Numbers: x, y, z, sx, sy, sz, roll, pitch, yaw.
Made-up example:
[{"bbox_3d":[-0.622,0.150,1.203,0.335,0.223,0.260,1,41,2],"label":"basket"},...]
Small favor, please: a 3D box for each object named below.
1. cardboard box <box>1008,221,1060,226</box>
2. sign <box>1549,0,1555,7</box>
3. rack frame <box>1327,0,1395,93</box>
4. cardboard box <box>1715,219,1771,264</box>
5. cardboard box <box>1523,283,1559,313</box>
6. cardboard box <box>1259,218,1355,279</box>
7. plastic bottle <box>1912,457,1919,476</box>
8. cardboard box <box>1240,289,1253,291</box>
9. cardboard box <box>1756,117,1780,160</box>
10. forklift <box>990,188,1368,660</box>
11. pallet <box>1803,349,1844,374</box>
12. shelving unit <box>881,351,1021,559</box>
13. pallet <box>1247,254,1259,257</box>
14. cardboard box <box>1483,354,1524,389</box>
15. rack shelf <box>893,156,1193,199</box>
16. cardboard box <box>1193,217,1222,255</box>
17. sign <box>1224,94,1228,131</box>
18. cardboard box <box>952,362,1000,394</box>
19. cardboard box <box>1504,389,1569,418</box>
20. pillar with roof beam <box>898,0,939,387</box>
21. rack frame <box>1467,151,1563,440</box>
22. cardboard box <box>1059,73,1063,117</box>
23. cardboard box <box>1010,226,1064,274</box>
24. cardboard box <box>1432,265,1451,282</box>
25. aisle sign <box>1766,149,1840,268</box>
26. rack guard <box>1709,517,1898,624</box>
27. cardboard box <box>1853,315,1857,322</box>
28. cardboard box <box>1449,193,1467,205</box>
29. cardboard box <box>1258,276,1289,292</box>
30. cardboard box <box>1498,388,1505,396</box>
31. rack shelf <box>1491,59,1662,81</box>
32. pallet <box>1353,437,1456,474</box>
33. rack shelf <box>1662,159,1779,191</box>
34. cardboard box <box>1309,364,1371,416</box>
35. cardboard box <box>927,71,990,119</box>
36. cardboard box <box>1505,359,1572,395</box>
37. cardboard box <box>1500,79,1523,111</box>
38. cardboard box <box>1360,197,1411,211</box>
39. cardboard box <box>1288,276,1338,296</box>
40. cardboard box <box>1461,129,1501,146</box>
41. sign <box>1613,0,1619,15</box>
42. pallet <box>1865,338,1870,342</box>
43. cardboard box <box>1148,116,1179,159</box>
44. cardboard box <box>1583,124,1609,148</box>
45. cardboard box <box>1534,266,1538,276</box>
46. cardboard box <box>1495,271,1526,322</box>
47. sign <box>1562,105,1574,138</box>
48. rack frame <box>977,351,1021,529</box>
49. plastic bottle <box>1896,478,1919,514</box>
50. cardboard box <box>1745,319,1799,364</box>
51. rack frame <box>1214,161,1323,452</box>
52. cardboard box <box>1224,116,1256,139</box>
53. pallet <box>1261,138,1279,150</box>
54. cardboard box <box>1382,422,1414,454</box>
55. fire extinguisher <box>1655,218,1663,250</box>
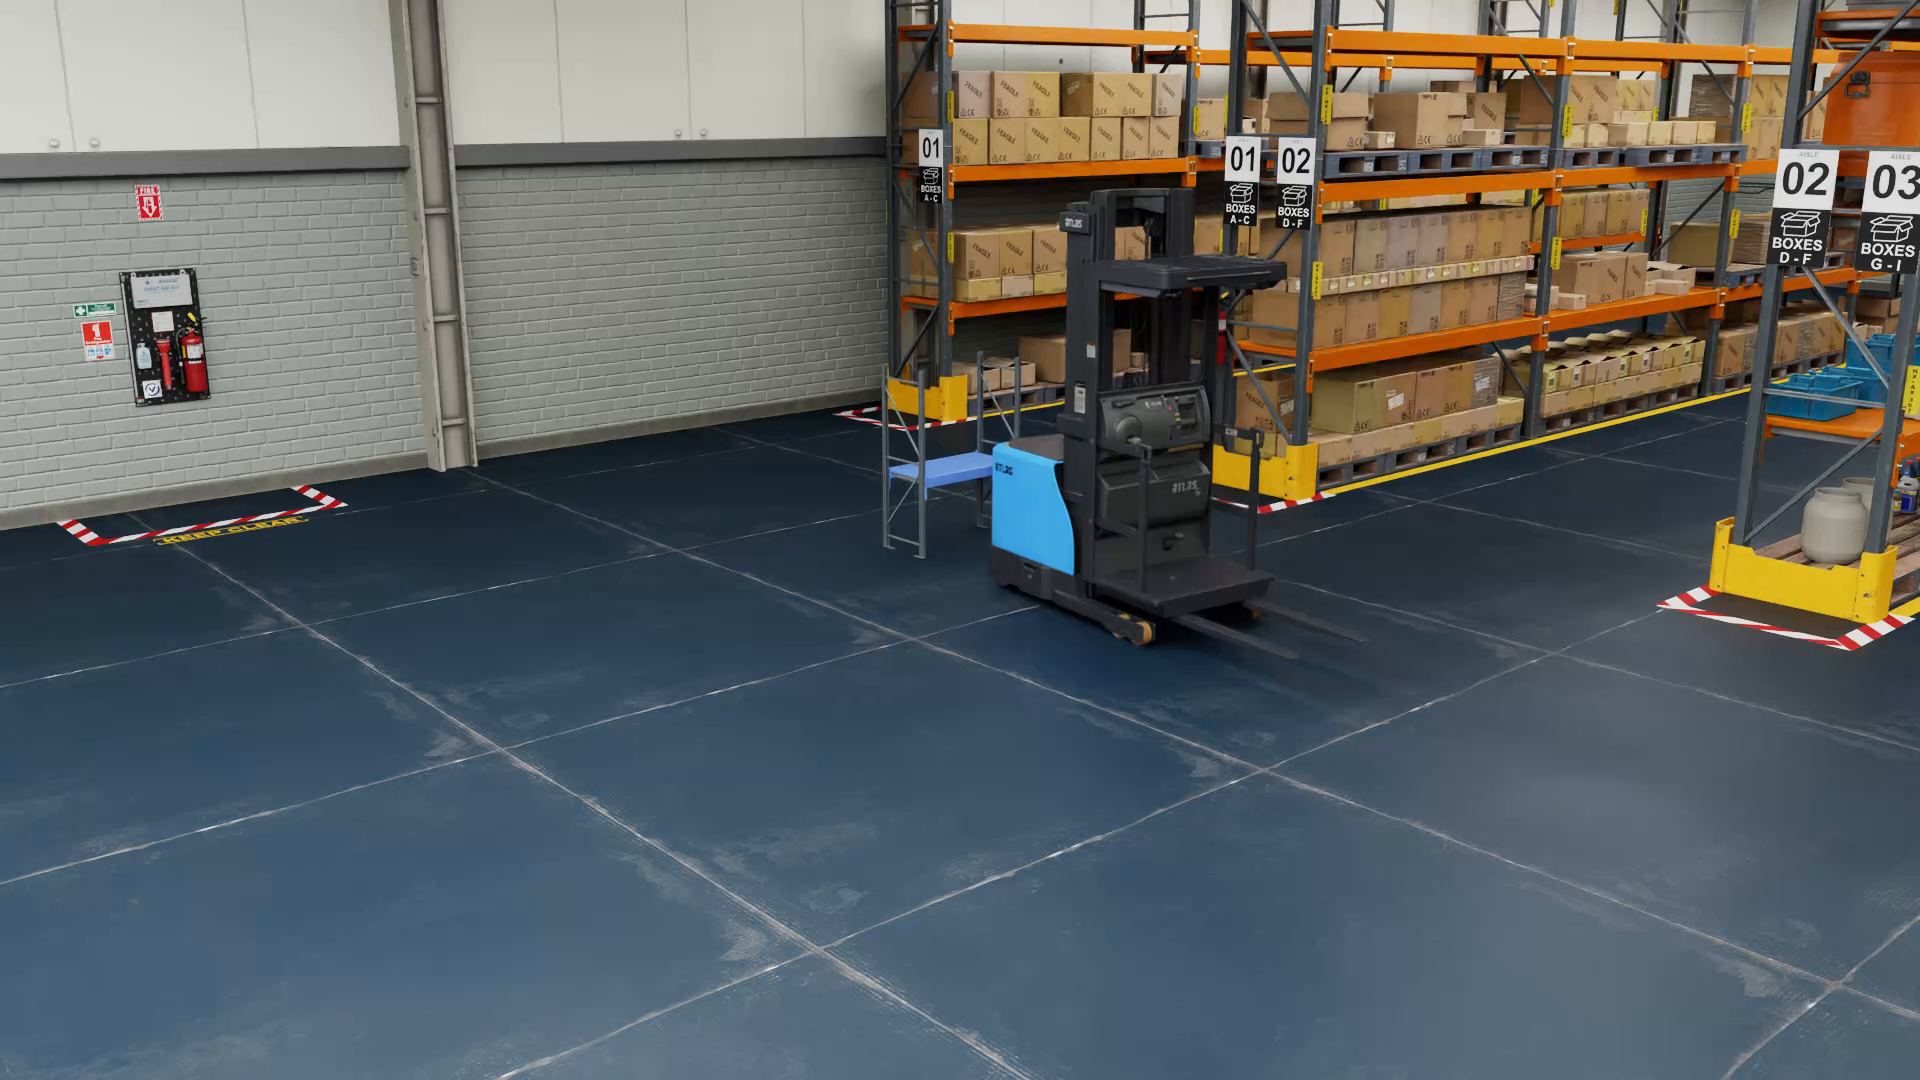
[{"bbox_3d":[0.908,-3.587,20.164,0.500,0.500,0.500,-12,19,-39],"label":"cardboard box"},{"bbox_3d":[8.957,-8.226,25.146,0.005,0.325,0.100,-13,19,-39],"label":"sign"},{"bbox_3d":[5.574,-7.163,23.128,0.127,3.000,1.000,-13,19,-39],"label":"rack frame"},{"bbox_3d":[10.045,-3.798,21.149,0.500,0.500,0.700,-9,17,-29],"label":"cardboard box"},{"bbox_3d":[6.154,-2.642,18.120,0.500,0.250,0.500,-11,19,-36],"label":"cardboard box"},{"bbox_3d":[3.194,-2.706,15.360,0.500,0.500,0.700,-13,19,-39],"label":"cardboard box"},{"bbox_3d":[8.179,-0.535,14.220,0.185,0.351,0.144,-12,19,-38],"label":"plastic bottle"},{"bbox_3d":[4.209,-3.327,22.930,0.500,0.250,0.500,-13,20,-40],"label":"cardboard box"},{"bbox_3d":[9.520,-4.965,20.518,0.500,0.500,0.910,-13,19,-39],"label":"cardboard box"},{"bbox_3d":[1.463,-0.847,11.240,1.130,2.935,3.031,-10,18,-33],"label":"forklift"},{"bbox_3d":[11.257,-2.486,22.647,1.213,0.211,1.003,-13,19,-39],"label":"pallet"},{"bbox_3d":[-0.064,-0.710,13.502,1.048,1.500,0.538,-13,19,-39],"label":"shelving unit"},{"bbox_3d":[4.108,-3.828,22.641,1.213,0.211,1.003,-13,19,-39],"label":"pallet"},{"bbox_3d":[5.929,-1.893,18.451,0.500,0.311,0.500,-13,19,-39],"label":"cardboard box"},{"bbox_3d":[1.048,-4.349,19.802,4.000,0.370,1.077,-13,19,-39],"label":"rack shelf"},{"bbox_3d":[2.963,-3.927,21.593,0.500,0.500,0.700,-13,19,-39],"label":"cardboard box"},{"bbox_3d":[2.448,-3.892,15.133,0.005,0.325,0.100,-13,19,-39],"label":"sign"},{"bbox_3d":[0.120,-1.922,19.491,0.500,0.311,0.500,13,20,41],"label":"cardboard box"},{"bbox_3d":[6.278,-1.517,18.133,0.500,0.250,0.500,-13,20,-41],"label":"cardboard box"},{"bbox_3d":[2.325,-5.256,15.991,0.400,9.000,9.100,-13,19,-39],"label":"pillar with roof beam"},{"bbox_3d":[5.811,-2.623,17.757,0.127,3.000,1.000,-13,19,-39],"label":"rack frame"},{"bbox_3d":[0.868,-5.281,19.725,0.500,0.500,0.500,-13,20,-39],"label":"cardboard box"},{"bbox_3d":[0.870,-3.399,19.461,0.500,0.500,0.500,-13,20,-41],"label":"cardboard box"},{"bbox_3d":[4.589,-2.636,16.357,0.250,0.149,0.380,-12,19,-38],"label":"cardboard box"},{"bbox_3d":[5.793,-2.282,11.443,0.004,0.787,0.394,-13,19,-39],"label":"aisle sign"},{"bbox_3d":[6.069,0.205,12.013,0.348,0.500,1.175,-13,19,-39],"label":"rack guard"},{"bbox_3d":[12.656,-3.170,24.164,0.500,0.311,0.500,-13,19,-39],"label":"cardboard box"},{"bbox_3d":[7.246,-5.119,24.841,0.500,0.250,0.500,-13,20,-40],"label":"cardboard box"},{"bbox_3d":[2.957,-2.409,15.505,0.250,0.149,0.380,-13,20,-40],"label":"cardboard box"},{"bbox_3d":[5.934,-1.624,18.532,0.500,0.250,0.500,-13,20,-40],"label":"cardboard box"},{"bbox_3d":[10.100,-7.638,27.077,4.000,0.370,1.077,-13,19,-39],"label":"rack shelf"},{"bbox_3d":[4.263,-0.941,16.865,1.213,0.211,1.003,-13,19,-39],"label":"pallet"},{"bbox_3d":[10.337,-4.741,21.268,4.000,0.370,1.077,-13,19,-39],"label":"rack shelf"},{"bbox_3d":[3.748,-1.503,16.626,0.500,0.500,0.500,-13,19,-39],"label":"cardboard box"},{"bbox_3d":[-0.011,-4.917,18.364,0.500,0.500,0.500,14,21,43],"label":"cardboard box"},{"bbox_3d":[6.286,-1.790,18.066,0.500,0.311,0.500,-13,19,-39],"label":"cardboard box"},{"bbox_3d":[8.965,-7.096,26.520,0.500,0.500,0.500,-13,20,-40],"label":"cardboard box"},{"bbox_3d":[6.108,-4.860,23.869,0.500,0.250,0.500,-12,19,-38],"label":"cardboard box"},{"bbox_3d":[3.231,-2.332,15.215,0.250,0.149,0.380,-13,20,-40],"label":"cardboard box"},{"bbox_3d":[5.081,-3.964,16.366,0.250,0.149,0.380,-13,19,-39],"label":"cardboard box"},{"bbox_3d":[11.250,-9.155,28.469,0.005,0.325,0.100,-13,19,-39],"label":"sign"},{"bbox_3d":[12.365,-2.747,23.625,1.213,0.211,1.003,-13,19,-39],"label":"pallet"},{"bbox_3d":[2.336,-4.960,20.460,0.500,0.500,0.500,-12,19,-38],"label":"cardboard box"},{"bbox_3d":[6.695,-4.399,18.069,0.500,0.250,0.500,14,20,42],"label":"cardboard box"},{"bbox_3d":[9.601,-4.380,27.107,0.250,0.149,0.380,-12,19,-38],"label":"cardboard box"},{"bbox_3d":[5.481,-2.595,17.458,0.500,0.500,0.700,-13,20,-41],"label":"cardboard box"},{"bbox_3d":[6.177,-4.252,16.889,0.005,0.325,0.100,-13,19,-39],"label":"sign"},{"bbox_3d":[0.319,-0.796,13.825,0.032,1.500,0.500,-13,19,-39],"label":"rack frame"},{"bbox_3d":[7.832,-0.370,13.748,0.135,0.276,0.152,-13,19,-39],"label":"plastic bottle"},{"bbox_3d":[10.523,-2.590,21.625,0.500,0.500,0.500,-14,20,-41],"label":"cardboard box"},{"bbox_3d":[2.794,-1.945,15.220,0.127,3.000,1.000,-13,19,-39],"label":"rack frame"},{"bbox_3d":[3.486,-5.377,21.614,0.500,0.311,0.500,-12,19,-38],"label":"cardboard box"},{"bbox_3d":[3.873,-5.205,21.976,1.003,0.211,1.213,-13,19,-39],"label":"pallet"},{"bbox_3d":[4.097,-1.037,16.335,0.500,0.250,0.500,-13,19,-39],"label":"cardboard box"},{"bbox_3d":[12.026,-5.338,28.793,0.183,0.674,0.296,-13,19,-39],"label":"fire extinguisher"}]
